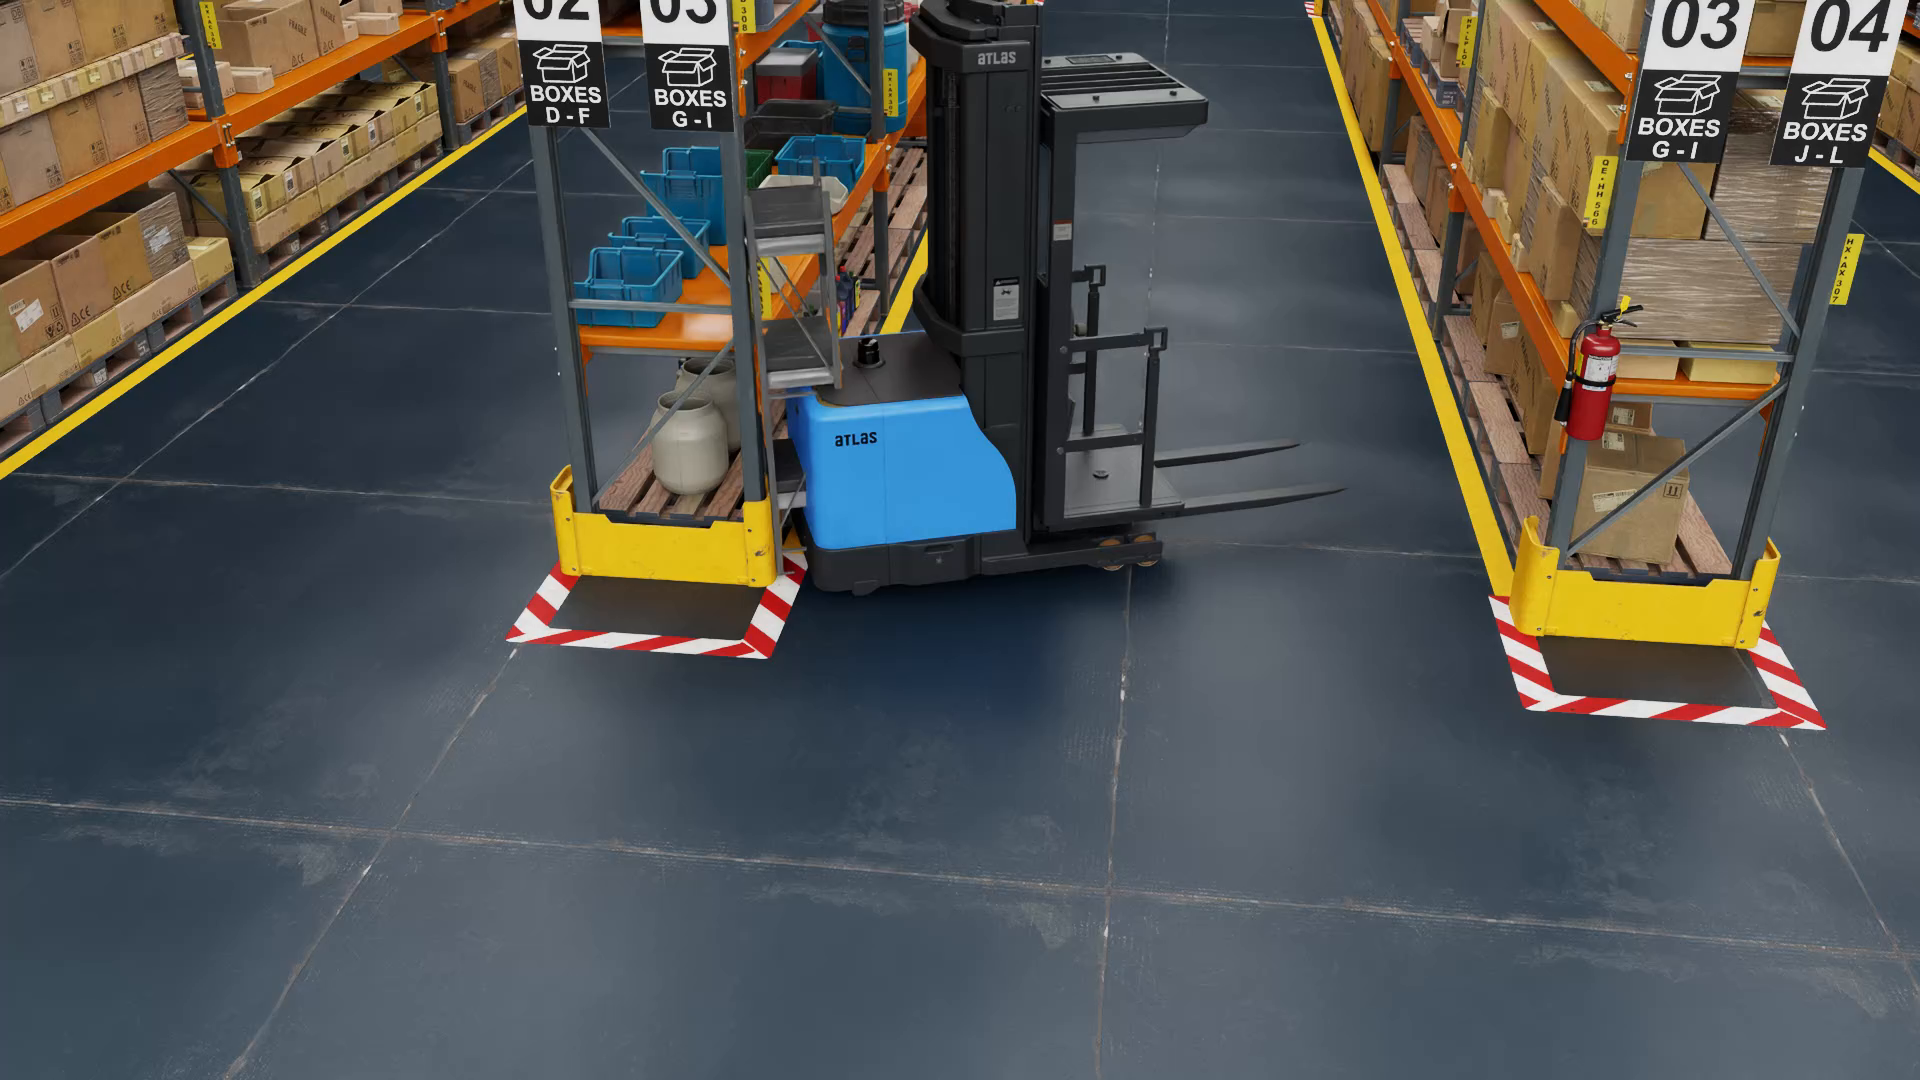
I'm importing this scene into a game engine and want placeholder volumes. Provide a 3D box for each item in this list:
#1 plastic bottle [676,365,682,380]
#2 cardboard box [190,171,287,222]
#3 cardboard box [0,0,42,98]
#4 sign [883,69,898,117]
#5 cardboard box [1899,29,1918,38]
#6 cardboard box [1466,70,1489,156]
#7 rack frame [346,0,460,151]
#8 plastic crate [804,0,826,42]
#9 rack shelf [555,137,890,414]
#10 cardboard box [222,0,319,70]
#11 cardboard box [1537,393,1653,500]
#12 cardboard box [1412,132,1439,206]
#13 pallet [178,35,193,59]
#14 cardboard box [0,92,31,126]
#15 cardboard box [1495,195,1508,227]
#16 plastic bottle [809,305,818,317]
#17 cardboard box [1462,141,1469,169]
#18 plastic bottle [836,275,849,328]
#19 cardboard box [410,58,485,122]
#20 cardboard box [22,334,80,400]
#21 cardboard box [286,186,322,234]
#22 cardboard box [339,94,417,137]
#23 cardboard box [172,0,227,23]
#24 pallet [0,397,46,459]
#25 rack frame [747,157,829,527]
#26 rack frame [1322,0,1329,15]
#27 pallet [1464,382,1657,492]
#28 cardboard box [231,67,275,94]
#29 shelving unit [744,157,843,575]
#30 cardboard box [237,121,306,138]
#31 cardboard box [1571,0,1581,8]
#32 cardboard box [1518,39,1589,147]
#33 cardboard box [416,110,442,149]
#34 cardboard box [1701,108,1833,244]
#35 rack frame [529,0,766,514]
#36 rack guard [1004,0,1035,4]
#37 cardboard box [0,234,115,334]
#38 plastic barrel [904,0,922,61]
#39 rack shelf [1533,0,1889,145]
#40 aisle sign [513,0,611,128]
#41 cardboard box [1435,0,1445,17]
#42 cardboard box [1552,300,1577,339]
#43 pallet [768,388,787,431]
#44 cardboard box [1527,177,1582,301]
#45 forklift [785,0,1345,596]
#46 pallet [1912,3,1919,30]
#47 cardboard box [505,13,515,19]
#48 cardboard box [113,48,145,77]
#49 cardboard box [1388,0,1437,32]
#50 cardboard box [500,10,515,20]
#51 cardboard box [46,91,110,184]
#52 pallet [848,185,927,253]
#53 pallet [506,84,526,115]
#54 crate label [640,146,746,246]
[{"bbox_3d":[-1.727,-0.996,10.423,0.097,0.201,0.097,0,28,0],"label":"plastic bottle"},{"bbox_3d":[-5.644,-2.718,12.998,0.500,0.311,0.500,3,29,6],"label":"cardboard box"},{"bbox_3d":[-6.175,-3.014,10.209,0.700,0.500,0.500,3,28,6],"label":"cardboard box"},{"bbox_3d":[-0.482,-3.112,11.572,0.100,0.325,0.005,3,28,6],"label":"sign"},{"bbox_3d":[9.364,-5.000,16.771,0.500,0.250,0.500,4,29,8],"label":"cardboard box"},{"bbox_3d":[3.773,-2.706,10.691,0.875,0.500,0.500,3,28,6],"label":"cardboard box"},{"bbox_3d":[-5.452,-5.200,15.739,1.000,3.000,0.127,3,28,6],"label":"rack frame"},{"bbox_3d":[-1.038,-4.195,13.807,0.402,0.464,0.583,3,28,6],"label":"plastic crate"},{"bbox_3d":[-1.272,-1.769,10.129,1.077,0.370,4.000,3,28,6],"label":"rack shelf"},{"bbox_3d":[-5.706,-4.205,13.787,0.500,0.500,0.500,3,28,6],"label":"cardboard box"},{"bbox_3d":[3.531,-0.517,9.240,0.500,0.500,0.500,11,30,19],"label":"cardboard box"},{"bbox_3d":[4.262,-3.137,14.082,0.700,0.500,0.500,1,28,2],"label":"cardboard box"},{"bbox_3d":[-9.899,-5.773,19.744,1.003,0.211,1.213,3,28,6],"label":"pallet"},{"bbox_3d":[-5.981,-2.659,10.234,0.380,0.149,0.250,4,29,7],"label":"cardboard box"},{"bbox_3d":[3.435,-1.955,9.981,0.380,0.149,0.250,3,28,6],"label":"cardboard box"},{"bbox_3d":[-0.987,-1.457,11.191,0.061,0.283,0.133,3,28,6],"label":"plastic bottle"},{"bbox_3d":[3.564,-2.545,11.076,0.380,0.149,0.250,3,28,6],"label":"cardboard box"},{"bbox_3d":[-0.843,-1.644,11.469,0.144,0.351,0.185,2,28,4],"label":"plastic bottle"},{"bbox_3d":[-5.113,-4.491,16.594,0.500,0.500,0.500,5,29,8],"label":"cardboard box"},{"bbox_3d":[-6.026,-1.119,10.620,0.500,0.250,0.500,3,28,6],"label":"cardboard box"},{"bbox_3d":[-5.583,-2.707,13.569,0.500,0.250,0.500,4,29,7],"label":"cardboard box"},{"bbox_3d":[-5.329,-3.915,15.219,0.500,0.311,0.500,3,28,5],"label":"cardboard box"},{"bbox_3d":[-9.685,-6.799,20.900,0.700,0.500,0.500,4,29,7],"label":"cardboard box"},{"bbox_3d":[-6.380,-0.569,10.083,1.003,0.211,1.213,3,28,6],"label":"pallet"},{"bbox_3d":[-0.876,-0.980,8.746,0.400,2.100,0.015,-6,32,-8],"label":"rack frame"},{"bbox_3d":[5.359,-8.388,21.657,1.000,3.000,0.127,3,28,6],"label":"rack frame"},{"bbox_3d":[3.695,-0.618,10.174,1.003,0.211,1.213,3,28,6],"label":"pallet"},{"bbox_3d":[-5.631,-3.611,13.056,0.380,0.149,0.250,3,28,6],"label":"cardboard box"},{"bbox_3d":[-0.834,-0.853,8.542,0.431,2.100,0.503,-6,32,-8],"label":"shelving unit"},{"bbox_3d":[-5.991,-3.462,14.378,0.500,0.311,0.500,3,28,6],"label":"cardboard box"},{"bbox_3d":[3.335,-2.829,8.333,0.500,0.250,0.500,4,29,7],"label":"cardboard box"},{"bbox_3d":[3.410,-2.451,9.163,0.500,0.500,0.500,3,28,6],"label":"cardboard box"},{"bbox_3d":[-5.274,-3.912,15.805,0.500,0.250,0.500,4,29,7],"label":"cardboard box"},{"bbox_3d":[3.737,-1.715,7.797,0.500,0.500,0.500,3,28,6],"label":"cardboard box"},{"bbox_3d":[-1.517,-1.144,8.211,1.000,3.000,0.127,3,28,6],"label":"rack frame"},{"bbox_3d":[0.434,-7.587,22.806,1.175,0.500,0.348,3,28,6],"label":"rack guard"},{"bbox_3d":[-5.959,-1.684,10.879,0.500,0.500,0.500,3,28,6],"label":"cardboard box"},{"bbox_3d":[-0.502,-4.264,13.885,0.421,0.512,0.421,0,28,0],"label":"plastic barrel"},{"bbox_3d":[3.644,-2.802,8.884,1.077,0.370,4.000,3,28,6],"label":"rack shelf"},{"bbox_3d":[-1.820,-2.272,7.564,0.394,0.787,0.004,3,28,6],"label":"aisle sign"},{"bbox_3d":[4.353,-4.595,14.068,0.500,0.500,0.500,0,28,0],"label":"cardboard box"},{"bbox_3d":[3.240,-1.130,8.450,0.380,0.149,0.250,3,28,6],"label":"cardboard box"},{"bbox_3d":[-1.297,-0.910,10.716,1.003,0.211,1.213,3,28,6],"label":"pallet"},{"bbox_3d":[3.436,-1.531,8.510,0.875,0.500,0.500,3,28,6],"label":"cardboard box"},{"bbox_3d":[0.610,-1.362,8.687,3.031,2.935,1.130,-7,29,-12],"label":"forklift"},{"bbox_3d":[9.271,-4.544,14.723,1.213,0.211,1.003,3,28,6],"label":"pallet"},{"bbox_3d":[-4.807,-5.695,18.829,0.500,0.500,0.500,3,29,6],"label":"cardboard box"},{"bbox_3d":[-5.825,-3.266,11.361,0.380,0.149,0.250,3,28,5],"label":"cardboard box"},{"bbox_3d":[4.194,-4.913,15.101,0.500,0.500,0.500,4,29,8],"label":"cardboard box"},{"bbox_3d":[-5.317,-5.710,18.859,0.500,0.500,0.500,4,29,7],"label":"cardboard box"},{"bbox_3d":[-6.114,-2.667,10.932,0.700,0.500,0.500,4,29,7],"label":"cardboard box"},{"bbox_3d":[-0.822,-2.747,14.127,1.003,0.211,1.213,3,28,6],"label":"pallet"},{"bbox_3d":[-5.171,-4.894,18.111,1.003,0.211,1.213,3,28,6],"label":"pallet"},{"bbox_3d":[-1.560,-2.042,9.840,0.502,0.435,0.616,3,28,6],"label":"crate label"}]
